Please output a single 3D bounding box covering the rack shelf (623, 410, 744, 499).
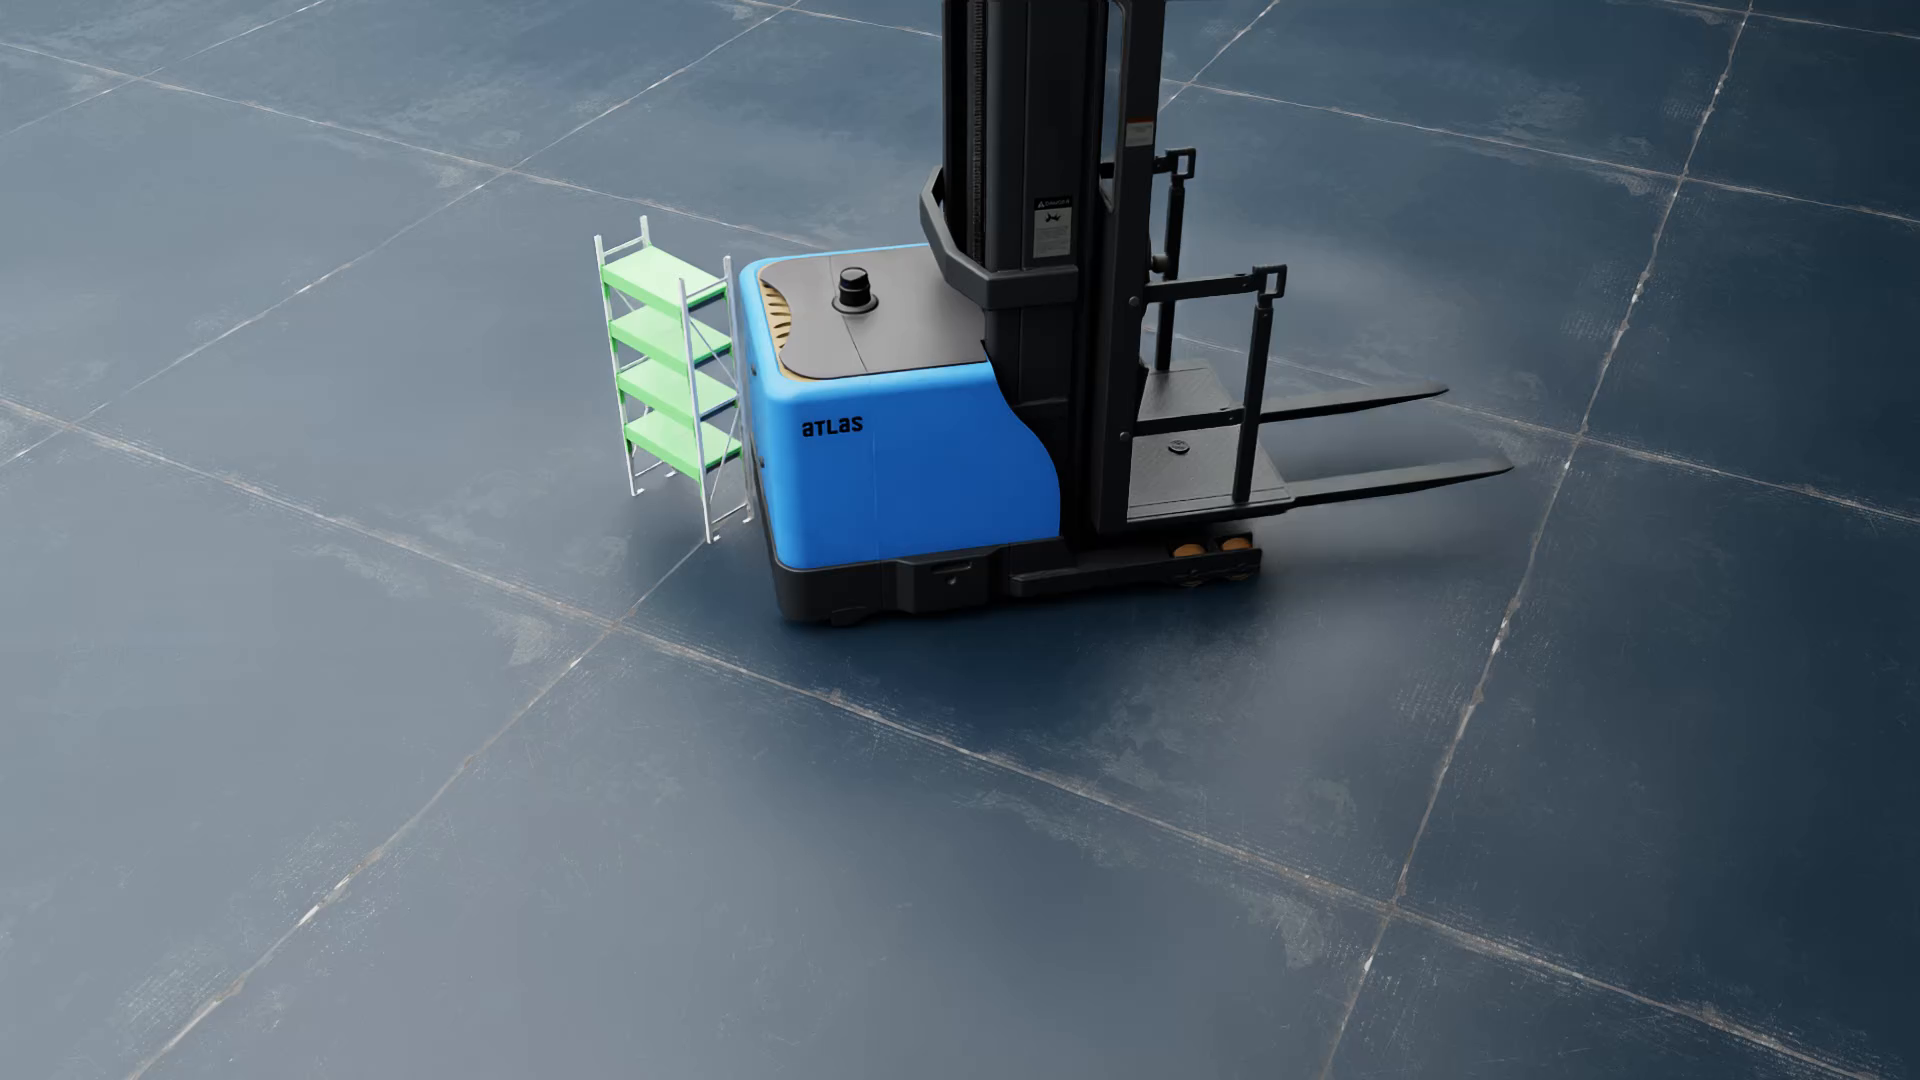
[{"bbox_3d":[-1.114,-0.374,6.753,0.480,0.148,0.258,29,46,33],"label":"rack shelf"}]

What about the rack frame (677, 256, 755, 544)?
[{"bbox_3d":[-0.935,-0.516,6.438,0.015,1.200,0.240,29,46,33],"label":"rack frame"}]

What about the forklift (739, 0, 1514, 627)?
[{"bbox_3d":[0.710,-1.292,6.028,3.031,2.935,1.130,-7,38,-10],"label":"forklift"}]

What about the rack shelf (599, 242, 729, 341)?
[{"bbox_3d":[-1.114,-0.948,6.318,0.480,0.148,0.258,29,46,33],"label":"rack shelf"}]

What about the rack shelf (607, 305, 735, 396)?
[{"bbox_3d":[-1.114,-0.757,6.463,0.480,0.148,0.258,29,46,33],"label":"rack shelf"}]

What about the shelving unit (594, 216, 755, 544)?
[{"bbox_3d":[-1.114,-0.616,6.570,0.503,1.200,0.258,29,46,33],"label":"shelving unit"}]

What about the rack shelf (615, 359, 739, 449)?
[{"bbox_3d":[-1.114,-0.566,6.608,0.480,0.148,0.258,29,46,33],"label":"rack shelf"}]

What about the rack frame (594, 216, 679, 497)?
[{"bbox_3d":[-1.293,-0.717,6.702,0.015,1.200,0.240,29,46,33],"label":"rack frame"}]
